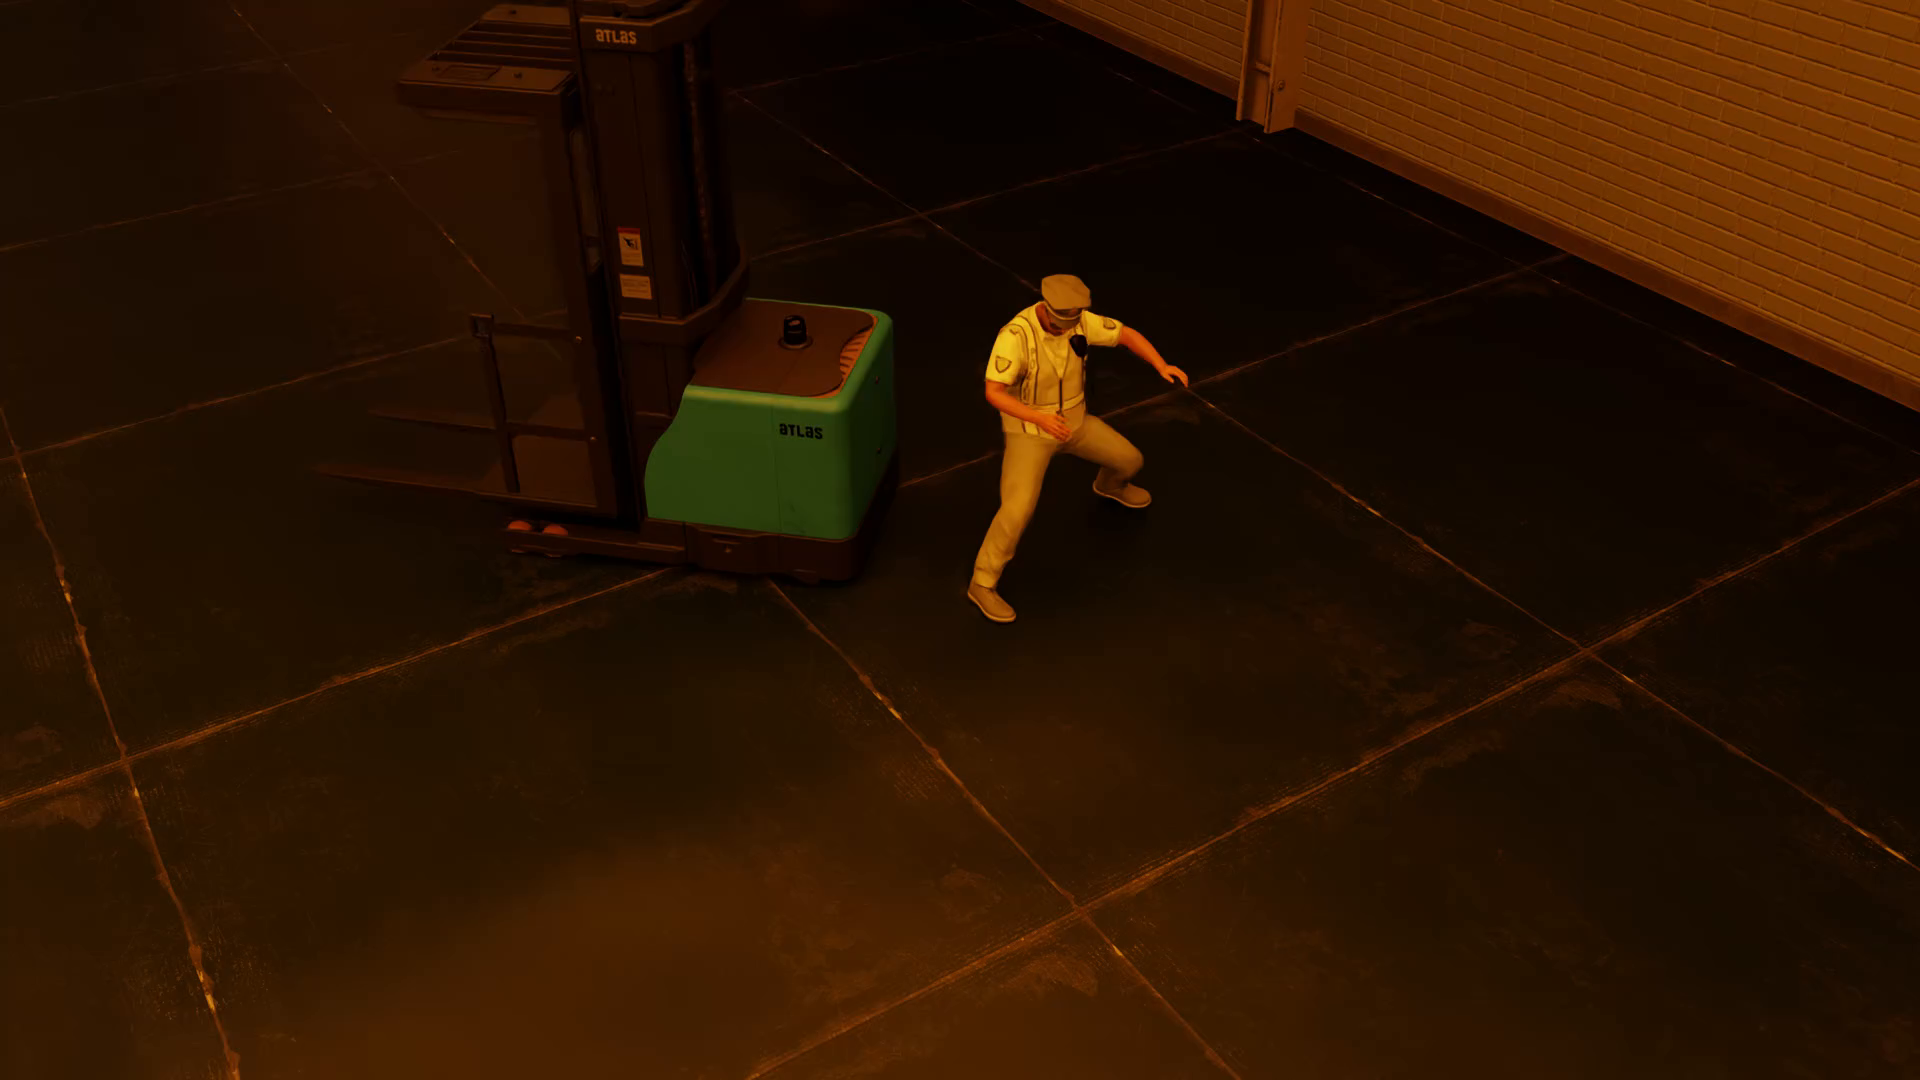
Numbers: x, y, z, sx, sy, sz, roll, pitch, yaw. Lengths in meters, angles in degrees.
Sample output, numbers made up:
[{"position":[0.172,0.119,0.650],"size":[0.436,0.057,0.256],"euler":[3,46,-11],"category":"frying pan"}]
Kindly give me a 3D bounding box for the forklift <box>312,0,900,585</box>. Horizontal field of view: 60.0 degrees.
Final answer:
[{"position":[-1.899,-1.398,8.138],"size":[3.031,2.935,1.130],"euler":[7,36,10],"category":"forklift"}]

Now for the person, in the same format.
[{"position":[0.550,-0.558,8.151],"size":[1.278,1.538,0.743],"euler":[-18,39,-24],"category":"person"}]
